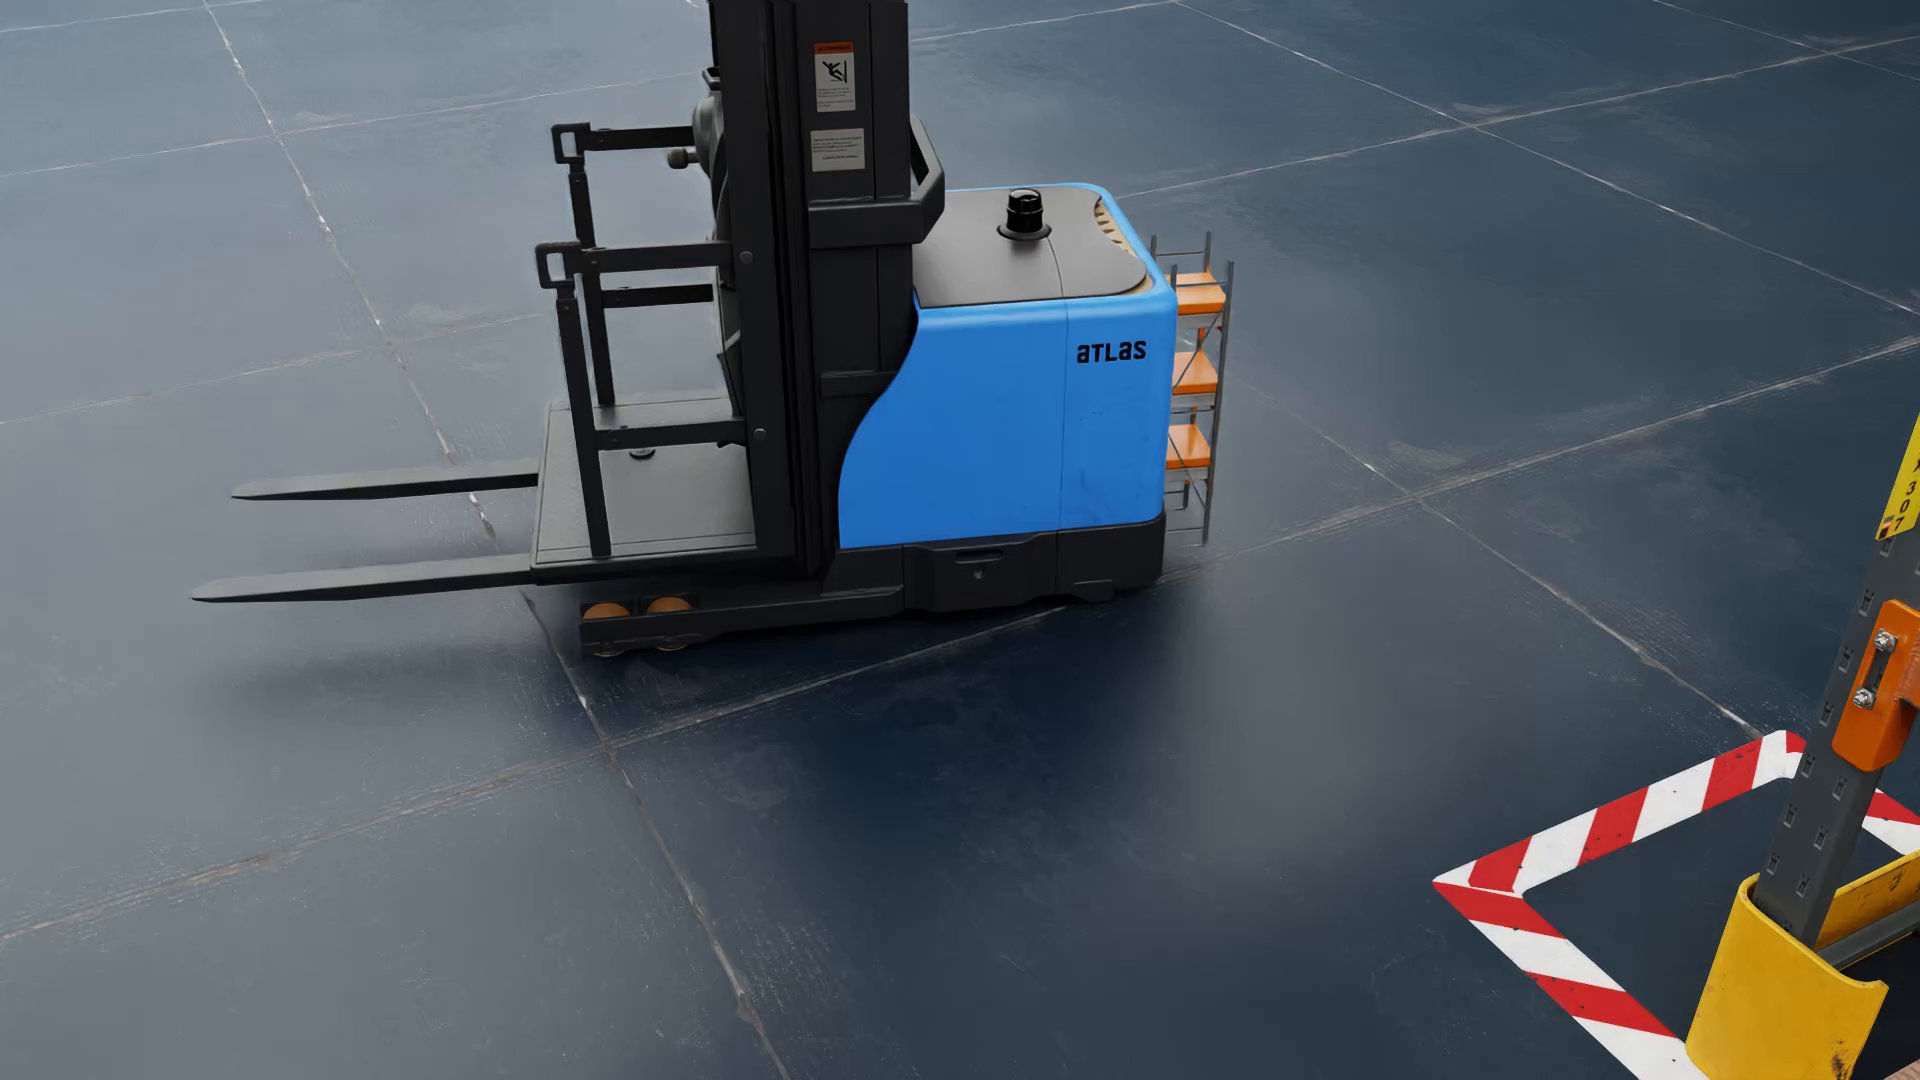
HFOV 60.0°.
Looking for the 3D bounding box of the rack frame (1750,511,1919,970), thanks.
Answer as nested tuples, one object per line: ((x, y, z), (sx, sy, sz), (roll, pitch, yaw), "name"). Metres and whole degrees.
((2.192, -0.168, 3.232), (1.000, 3.000, 0.127), (-16, 36, -23), "rack frame")

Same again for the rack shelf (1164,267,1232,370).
((0.733, -0.710, 5.378), (0.215, 0.259, 0.240), (-5, 33, -8), "rack shelf")

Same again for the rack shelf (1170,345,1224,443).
((0.732, -0.471, 5.531), (0.215, 0.259, 0.240), (-5, 33, -8), "rack shelf")

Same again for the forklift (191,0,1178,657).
((-0.900, -1.177, 4.870), (3.031, 2.935, 1.130), (-5, 33, -8), "forklift")

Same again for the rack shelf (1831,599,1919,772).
((3.125, 1.089, 1.936), (1.077, 0.370, 4.000), (-16, 36, -23), "rack shelf")

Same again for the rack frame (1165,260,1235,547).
((0.752, -0.415, 5.424), (0.200, 1.050, 0.008), (-5, 33, -8), "rack frame")

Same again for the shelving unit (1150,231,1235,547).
((0.732, -0.480, 5.525), (0.215, 1.050, 0.252), (-5, 33, -8), "shelving unit")

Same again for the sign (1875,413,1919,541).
((1.704, -0.149, 2.945), (0.100, 0.325, 0.005), (-16, 36, -23), "sign")

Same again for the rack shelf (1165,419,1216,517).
((0.731, -0.237, 5.681), (0.215, 0.259, 0.240), (-5, 33, -8), "rack shelf")

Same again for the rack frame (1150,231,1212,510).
((0.712, -0.545, 5.627), (0.200, 1.050, 0.008), (-5, 33, -8), "rack frame")

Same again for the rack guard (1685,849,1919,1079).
((2.270, 0.909, 3.868), (1.175, 0.500, 0.348), (-16, 36, -23), "rack guard")
